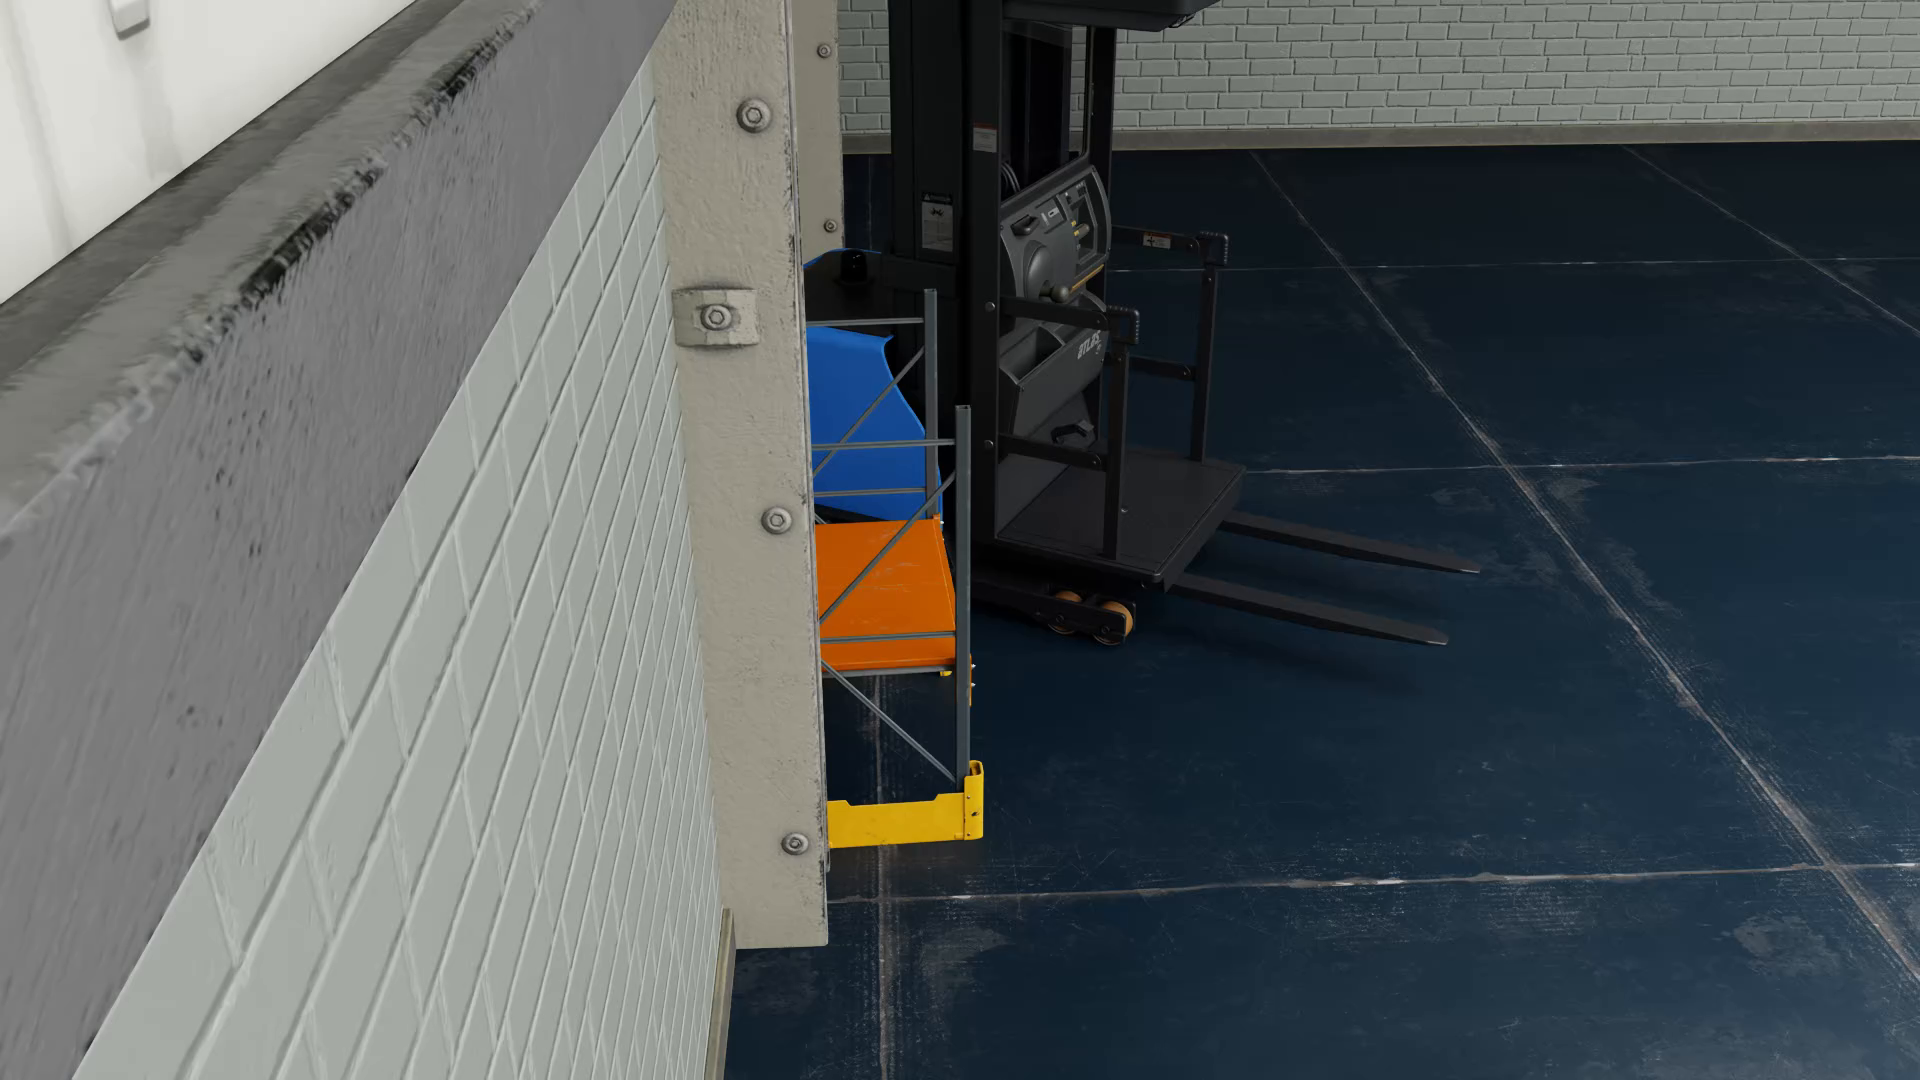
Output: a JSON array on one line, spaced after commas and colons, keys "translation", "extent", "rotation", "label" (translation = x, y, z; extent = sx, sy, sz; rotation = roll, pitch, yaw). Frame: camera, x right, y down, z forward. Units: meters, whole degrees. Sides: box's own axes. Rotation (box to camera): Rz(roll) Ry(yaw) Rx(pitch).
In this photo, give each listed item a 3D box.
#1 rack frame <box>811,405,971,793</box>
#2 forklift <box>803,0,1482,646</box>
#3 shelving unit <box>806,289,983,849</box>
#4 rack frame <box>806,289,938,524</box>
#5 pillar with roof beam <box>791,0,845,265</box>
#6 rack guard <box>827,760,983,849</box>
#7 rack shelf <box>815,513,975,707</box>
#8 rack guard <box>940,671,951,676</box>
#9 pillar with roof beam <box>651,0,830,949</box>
[{"translation": [-0.220, 0.299, 5.054], "extent": [0.500, 1.500, 0.032], "rotation": [-3, 28, -5], "label": "rack frame"}, {"translation": [0.557, -1.171, 6.326], "extent": [3.031, 2.935, 1.130], "rotation": [13, 30, 23], "label": "forklift"}, {"translation": [-0.273, 0.070, 5.494], "extent": [0.587, 1.500, 1.083], "rotation": [-3, 28, -5], "label": "shelving unit"}, {"translation": [-0.329, -0.168, 5.950], "extent": [0.500, 1.500, 0.032], "rotation": [-3, 28, -5], "label": "rack frame"}, {"translation": [3.428, -5.748, 8.540], "extent": [9.100, 9.000, 0.400], "rotation": [-1, 28, -3], "label": "pillar with roof beam"}, {"translation": [-0.220, 0.853, 5.344], "extent": [0.587, 0.250, 0.087], "rotation": [-3, 28, -5], "label": "rack guard"}, {"translation": [-0.274, 0.225, 5.585], "extent": [0.538, 0.185, 1.000], "rotation": [-3, 28, -5], "label": "rack shelf"}, {"translation": [-0.327, 0.395, 6.222], "extent": [0.587, 0.250, 0.087], "rotation": [-3, 28, -5], "label": "rack guard"}, {"translation": [3.741, -2.977, 3.227], "extent": [9.100, 9.000, 0.400], "rotation": [-1, 28, -3], "label": "pillar with roof beam"}]
